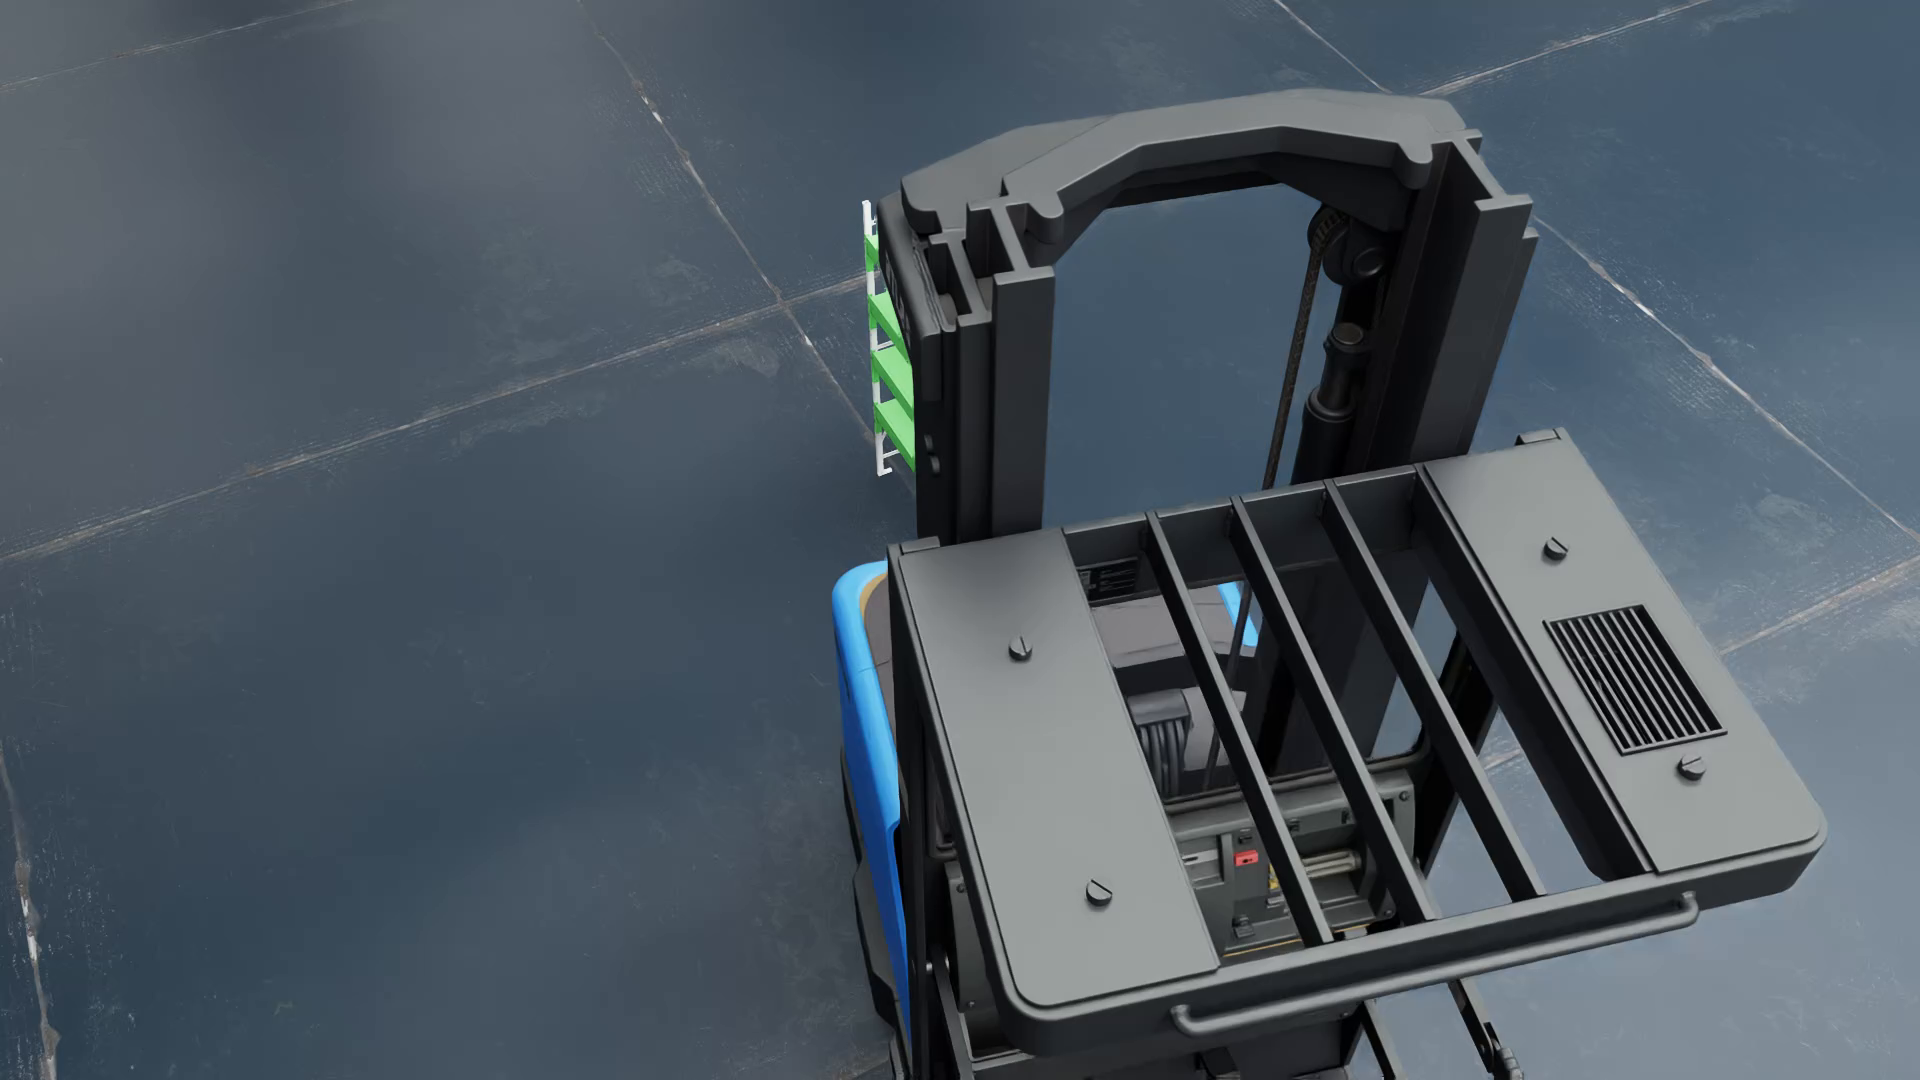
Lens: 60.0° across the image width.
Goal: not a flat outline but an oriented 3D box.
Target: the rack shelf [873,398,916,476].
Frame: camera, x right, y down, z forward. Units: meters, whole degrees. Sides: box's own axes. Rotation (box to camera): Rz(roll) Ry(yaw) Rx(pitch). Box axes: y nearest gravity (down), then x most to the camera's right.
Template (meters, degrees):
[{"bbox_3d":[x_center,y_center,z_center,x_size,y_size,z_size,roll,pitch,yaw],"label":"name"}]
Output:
[{"bbox_3d":[-0.076,-0.306,5.624,0.258,0.148,0.480,-21,52,-18],"label":"rack shelf"}]

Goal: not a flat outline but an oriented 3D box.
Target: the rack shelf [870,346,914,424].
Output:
[{"bbox_3d":[-0.076,-0.464,5.443,0.258,0.148,0.480,-21,52,-18],"label":"rack shelf"}]

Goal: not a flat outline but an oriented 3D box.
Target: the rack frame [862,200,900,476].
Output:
[{"bbox_3d":[-0.187,-0.669,5.538,0.240,1.200,0.015,-21,52,-18],"label":"rack frame"}]

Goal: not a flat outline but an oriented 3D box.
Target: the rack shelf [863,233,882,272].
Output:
[{"bbox_3d":[-0.076,-0.780,5.082,0.258,0.148,0.480,-21,52,-18],"label":"rack shelf"}]

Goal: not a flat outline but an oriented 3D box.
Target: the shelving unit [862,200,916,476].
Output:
[{"bbox_3d":[-0.076,-0.506,5.395,0.258,1.200,0.503,-21,52,-18],"label":"shelving unit"}]

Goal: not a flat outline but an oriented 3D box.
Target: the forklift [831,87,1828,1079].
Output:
[{"bbox_3d":[0.489,0.815,3.090,1.130,2.935,3.031,-10,50,-9],"label":"forklift"}]

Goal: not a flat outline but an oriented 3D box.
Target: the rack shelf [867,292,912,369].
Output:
[{"bbox_3d":[-0.076,-0.622,5.263,0.258,0.148,0.480,-21,52,-18],"label":"rack shelf"}]
